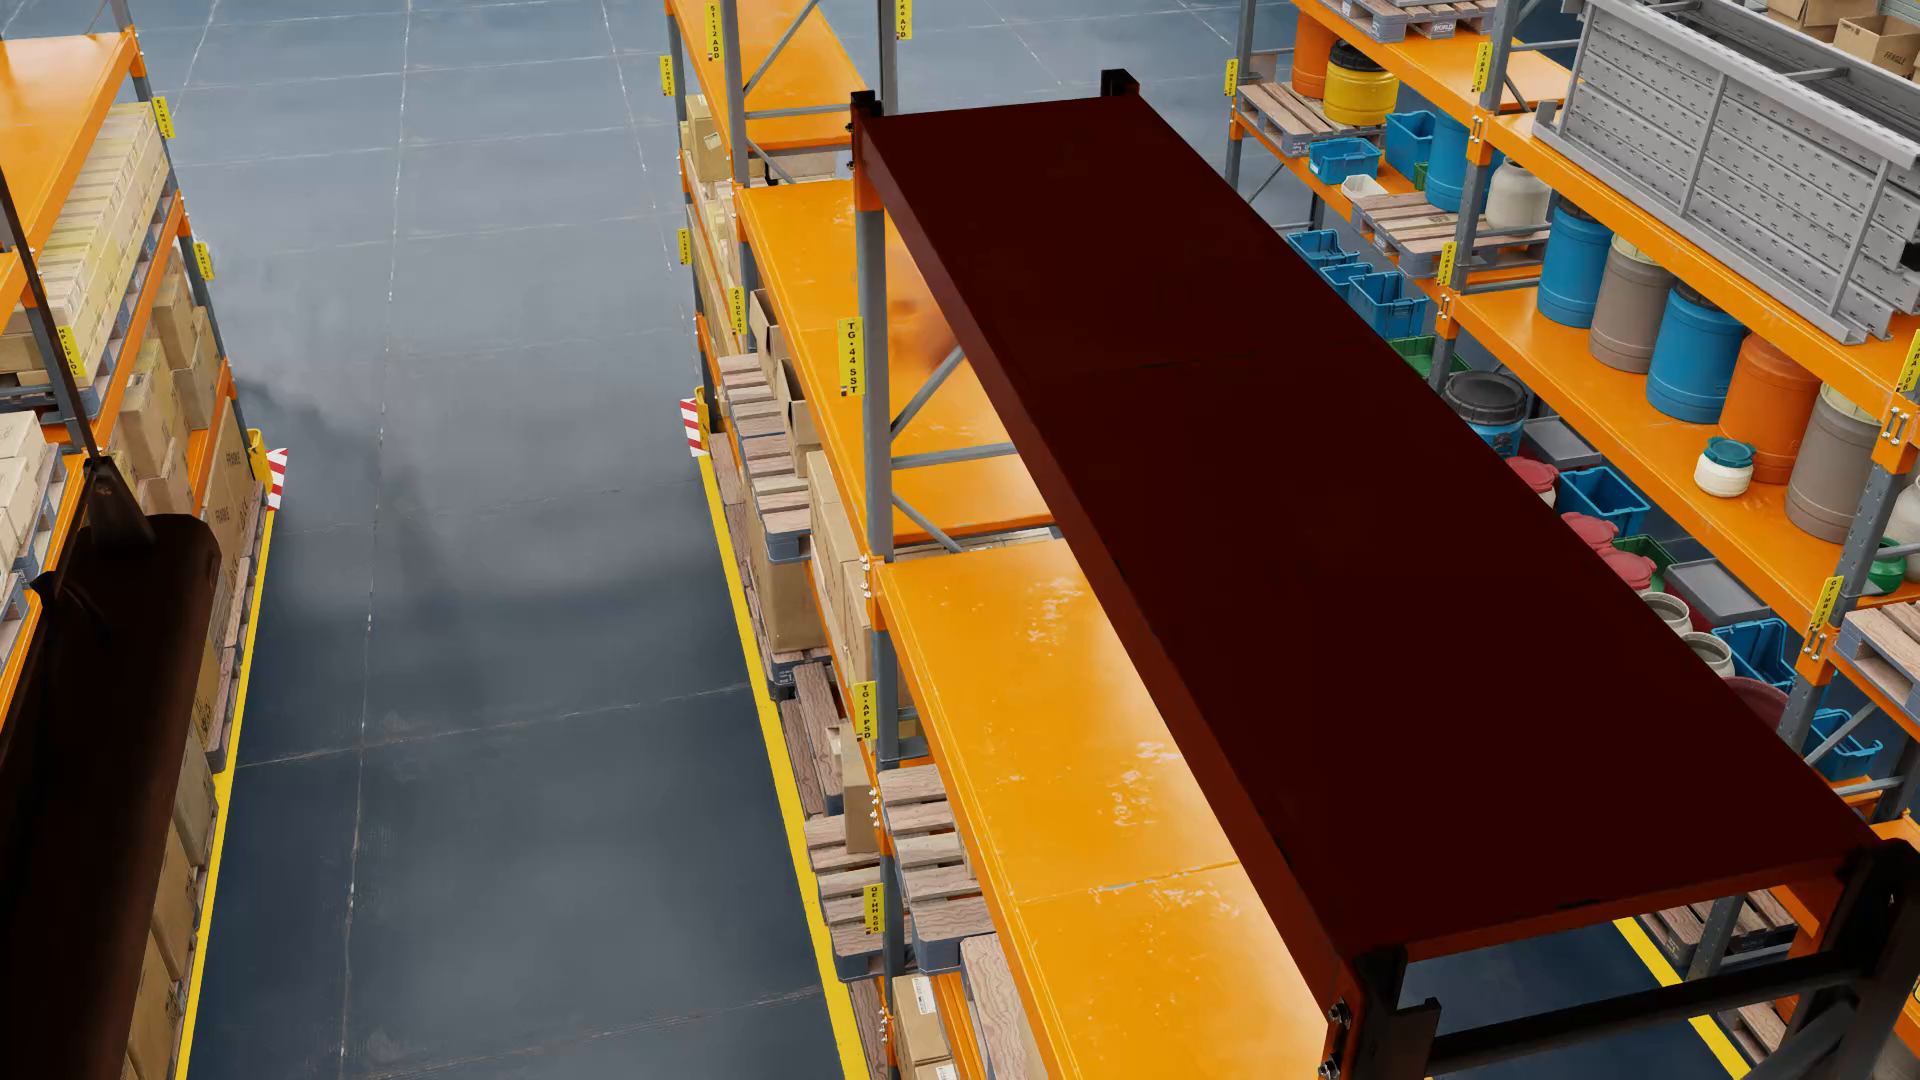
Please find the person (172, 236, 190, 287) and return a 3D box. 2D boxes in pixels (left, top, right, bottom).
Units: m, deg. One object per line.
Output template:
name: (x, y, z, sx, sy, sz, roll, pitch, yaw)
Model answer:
person: (-7.687, -2.419, 16.118, 0.651, 1.729, 0.728, 23, 41, 30)
